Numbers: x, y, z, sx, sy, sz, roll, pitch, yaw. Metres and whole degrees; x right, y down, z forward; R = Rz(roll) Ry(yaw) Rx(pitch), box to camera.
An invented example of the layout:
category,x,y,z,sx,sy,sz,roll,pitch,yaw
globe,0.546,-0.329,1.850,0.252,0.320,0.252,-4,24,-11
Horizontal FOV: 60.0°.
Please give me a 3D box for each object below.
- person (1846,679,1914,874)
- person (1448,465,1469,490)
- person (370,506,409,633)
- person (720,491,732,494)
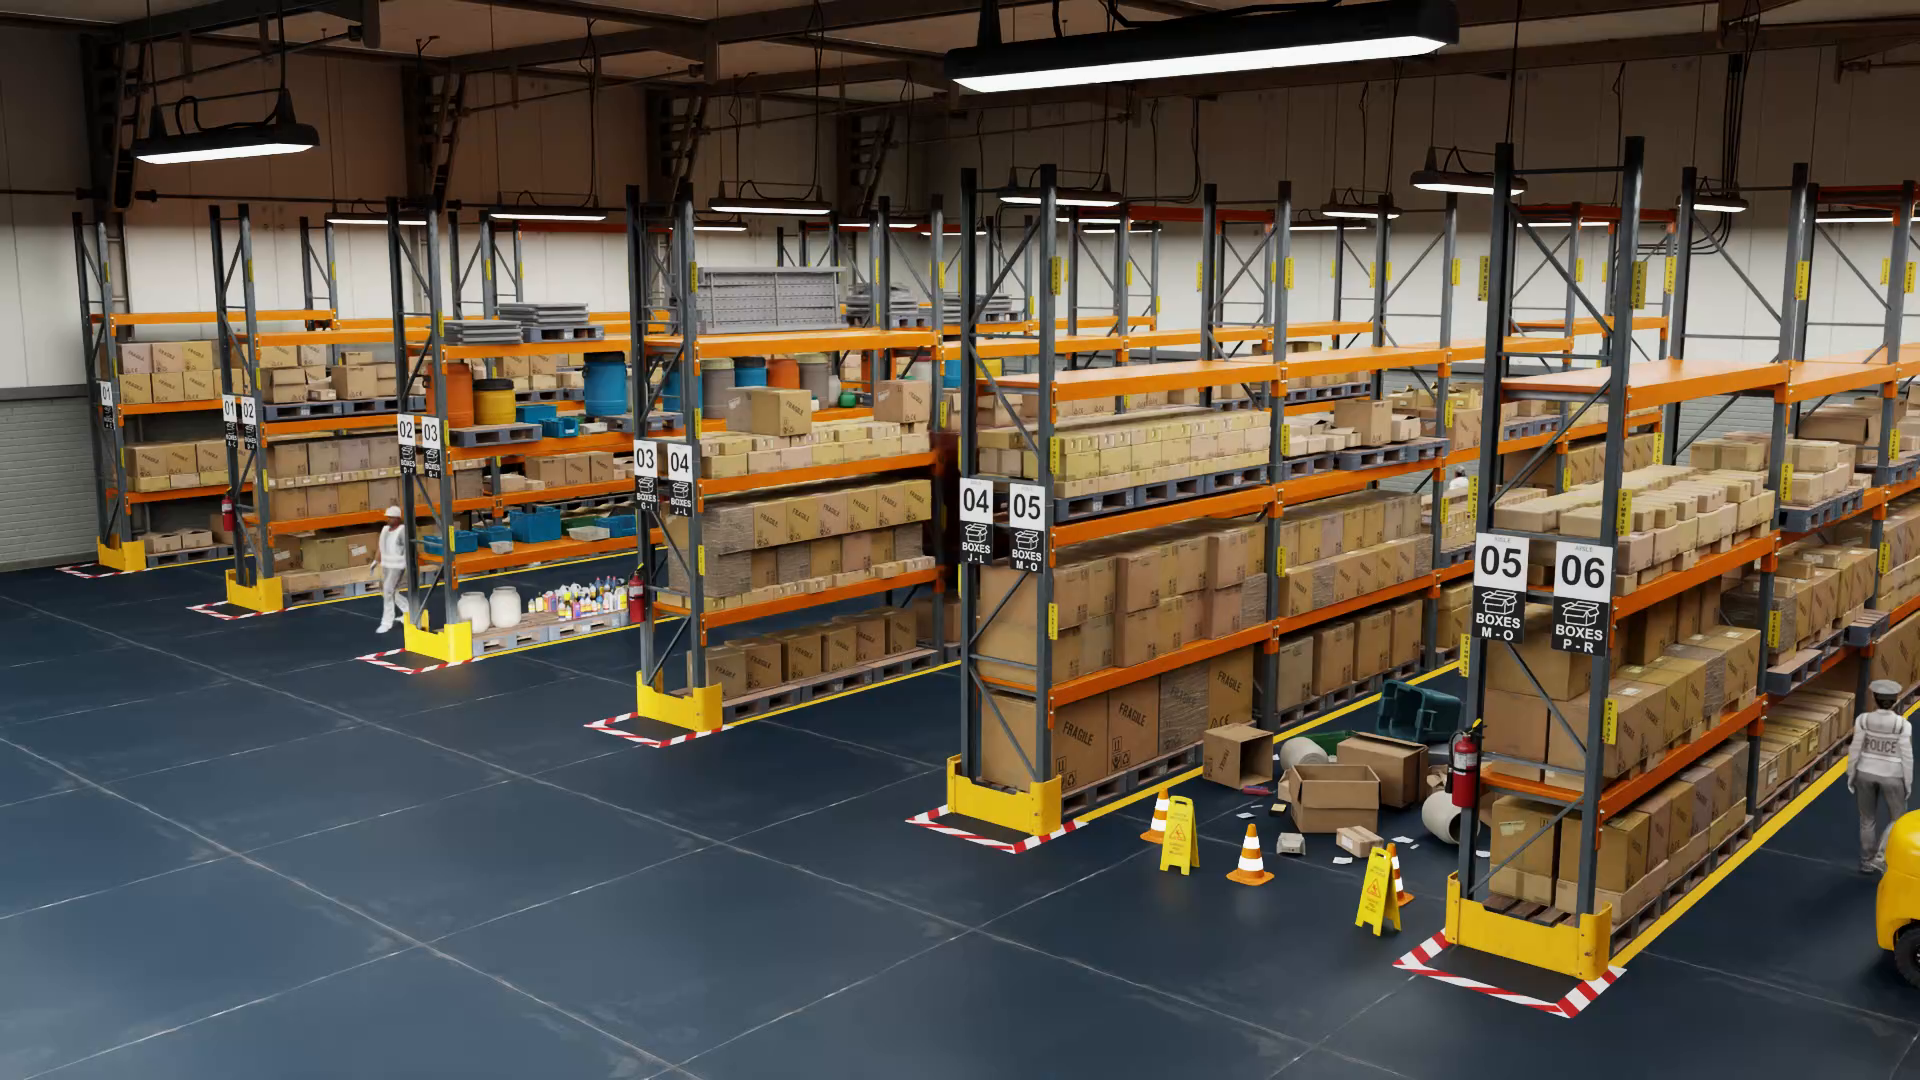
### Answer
category,x,y,z,sx,sy,sz,roll,pitch,yaw
person,7.789,2.029,14.096,0.512,1.674,0.516,8,12,39
person,8.817,-0.492,29.311,0.556,1.640,0.585,-3,10,-18
person,-8.040,0.407,23.651,0.656,1.802,0.734,6,11,33
person,-3.396,0.086,23.661,0.580,1.805,0.731,3,10,17
